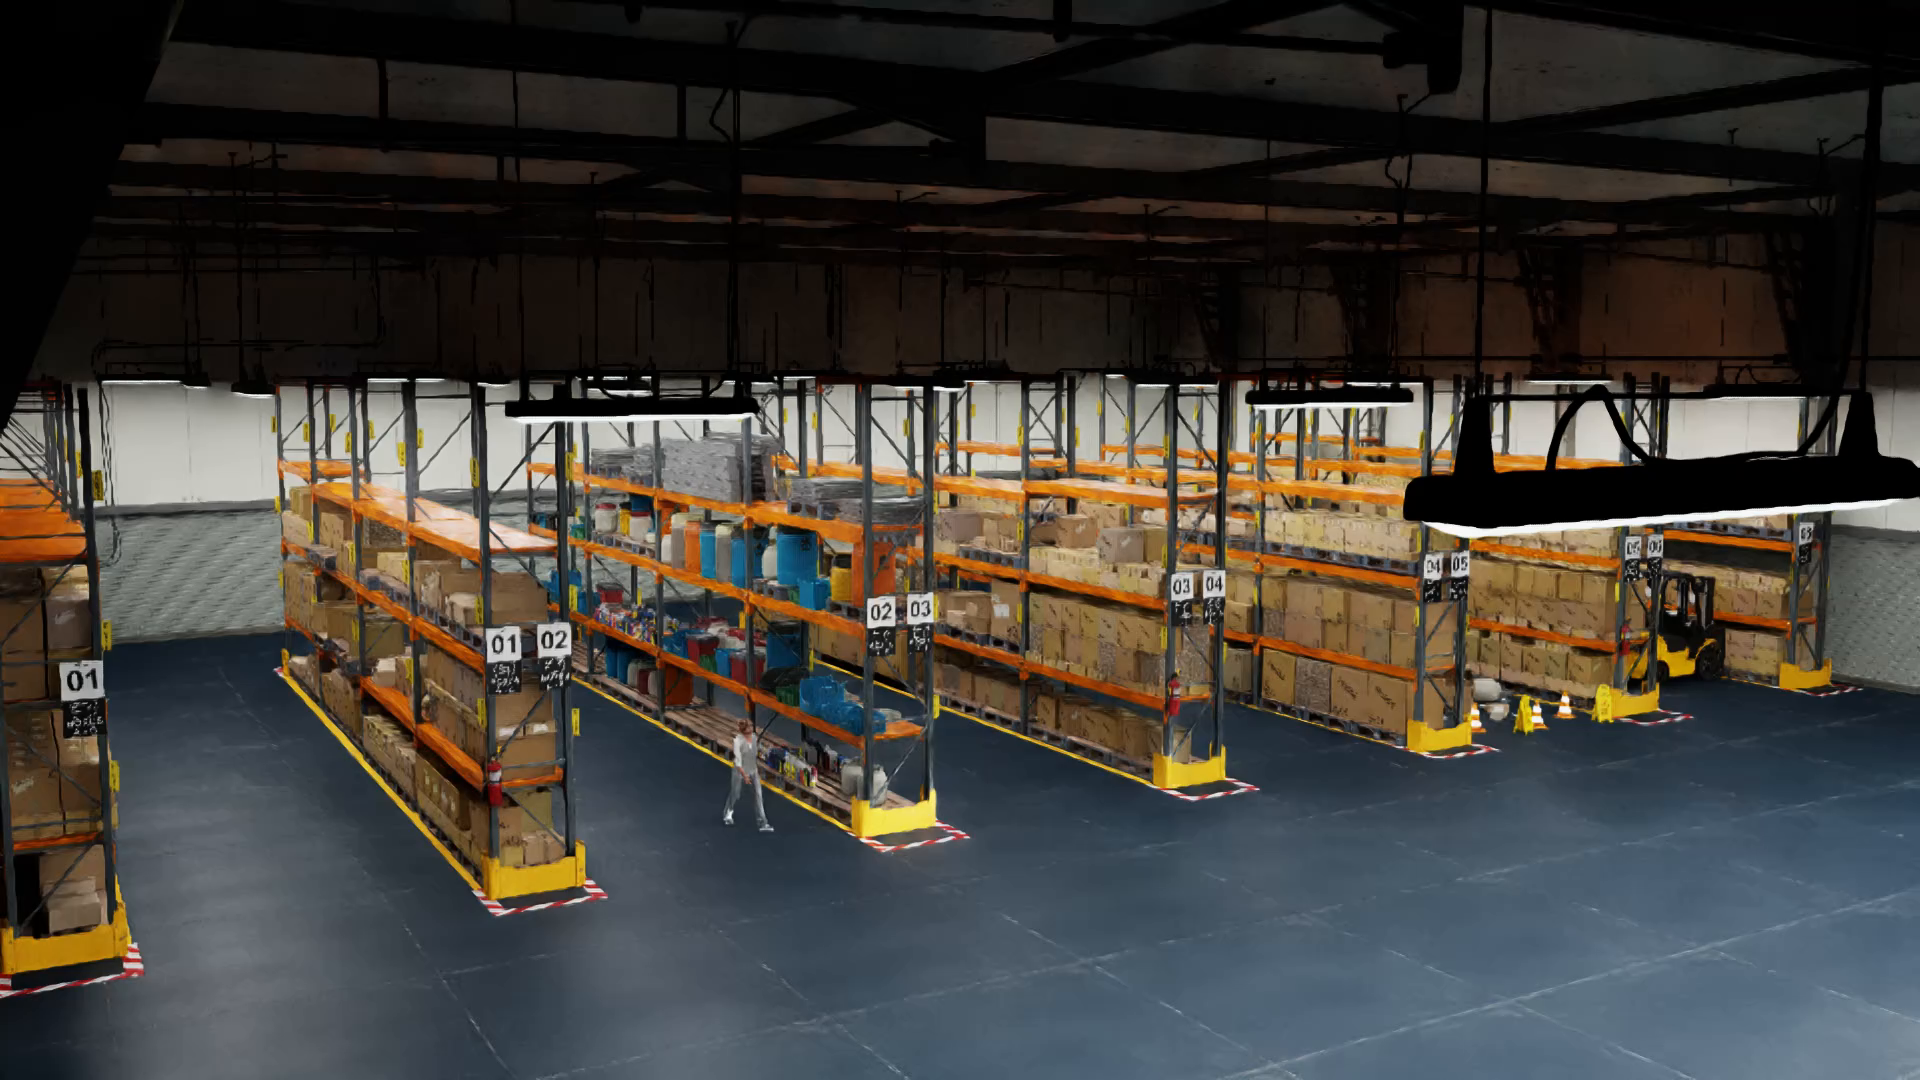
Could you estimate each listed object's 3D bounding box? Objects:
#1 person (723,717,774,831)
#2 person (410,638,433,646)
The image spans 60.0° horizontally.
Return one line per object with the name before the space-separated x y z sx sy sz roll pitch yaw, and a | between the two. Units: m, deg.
person | -2.882 3.120 22.301 0.412 1.530 0.955 -5 8 -38
person | -11.734 1.523 36.384 0.556 1.650 0.700 1 6 7
